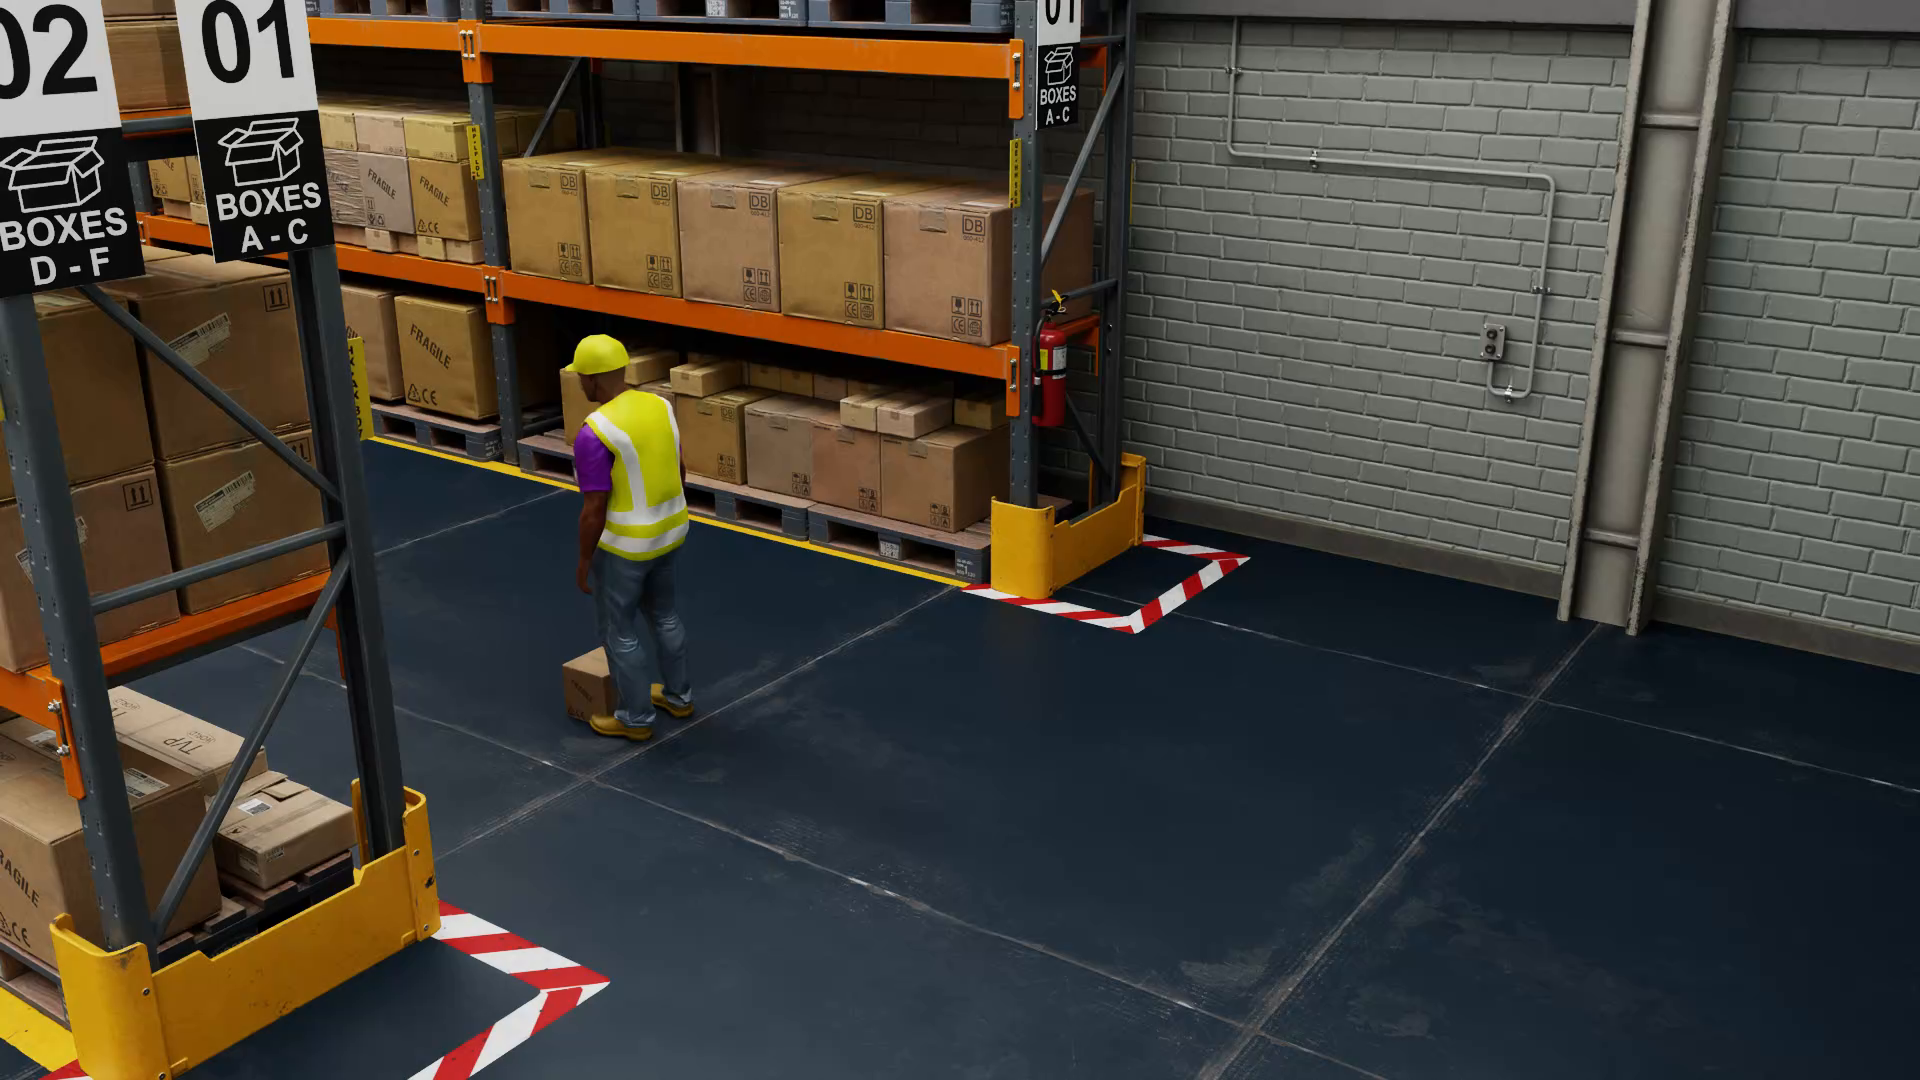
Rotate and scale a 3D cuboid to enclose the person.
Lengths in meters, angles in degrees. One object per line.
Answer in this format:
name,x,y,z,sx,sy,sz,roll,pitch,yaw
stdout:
person,-1.404,-0.009,7.071,0.462,1.759,0.633,11,23,29
